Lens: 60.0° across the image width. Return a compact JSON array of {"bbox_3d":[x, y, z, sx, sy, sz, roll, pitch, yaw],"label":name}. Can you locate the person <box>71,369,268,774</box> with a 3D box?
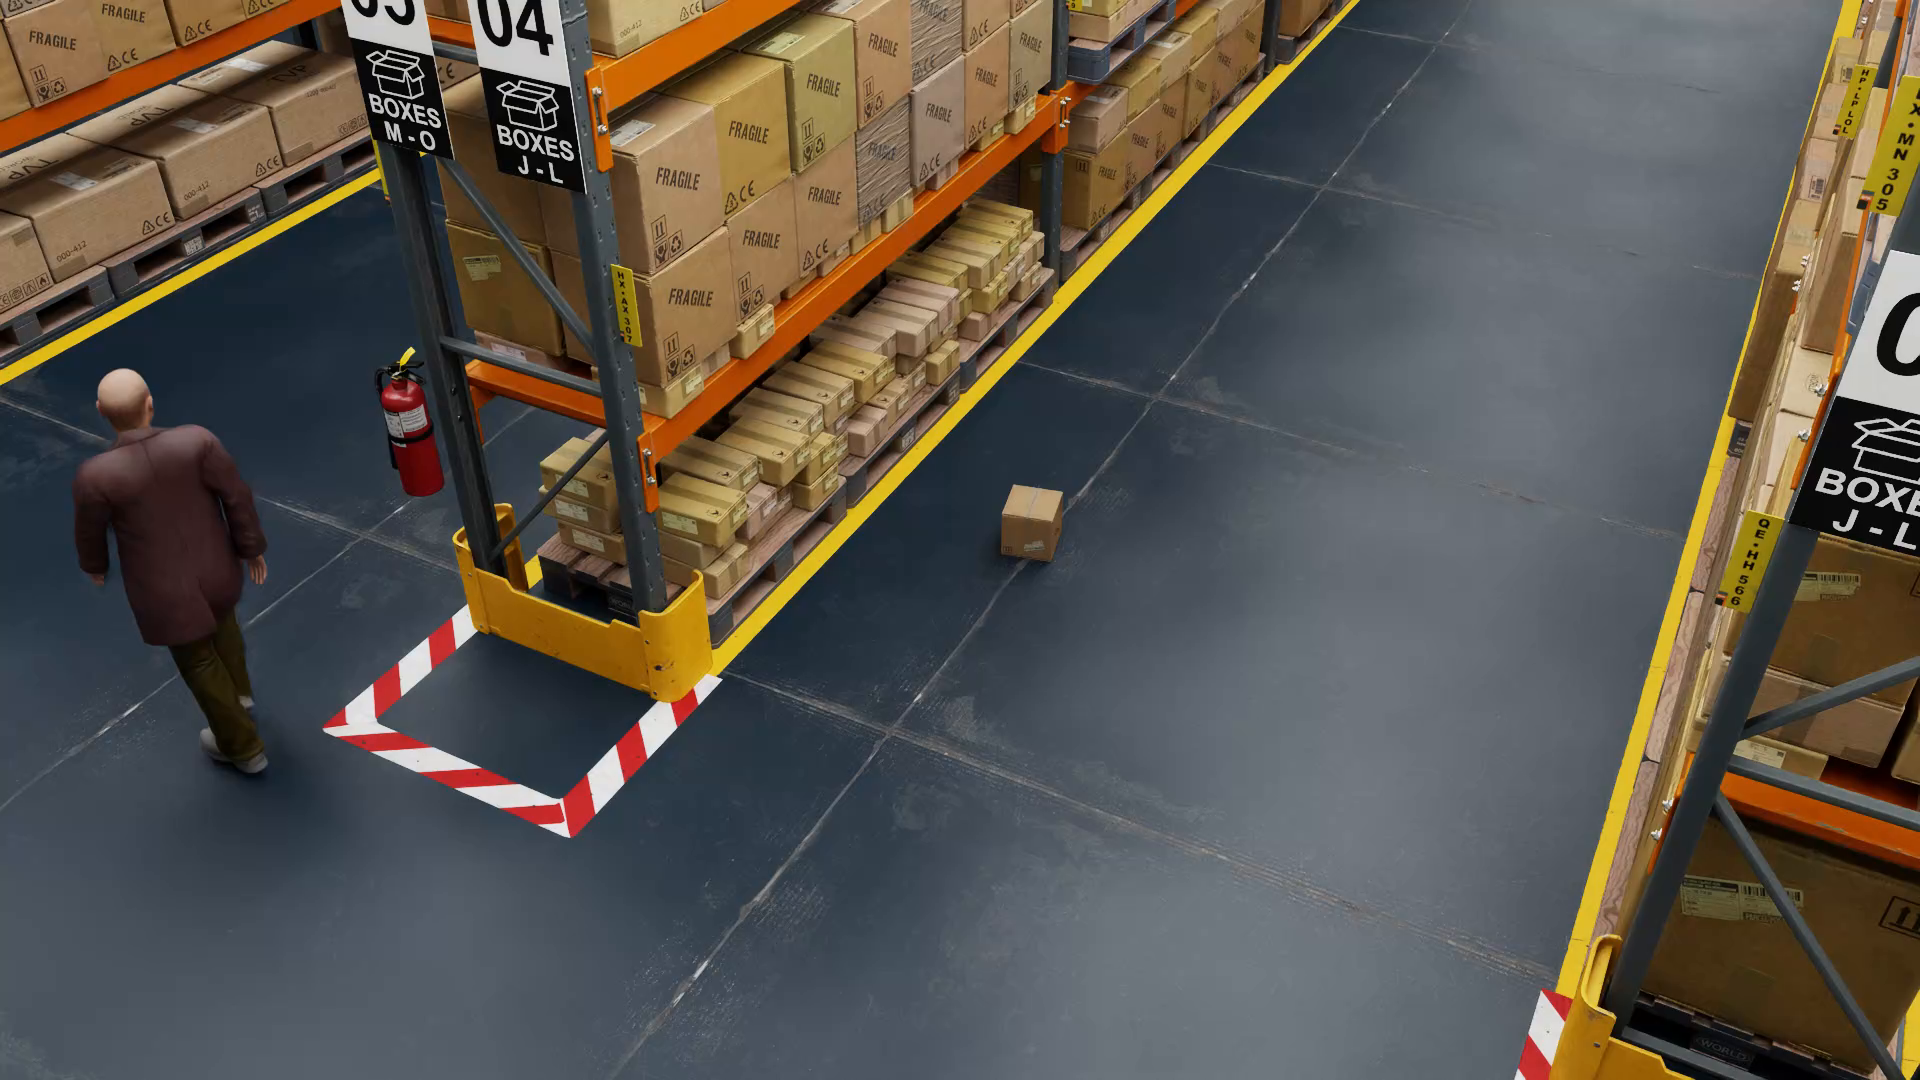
[{"bbox_3d":[-3.081,0.141,6.611,0.663,1.848,0.598,30,47,33],"label":"person"}]
